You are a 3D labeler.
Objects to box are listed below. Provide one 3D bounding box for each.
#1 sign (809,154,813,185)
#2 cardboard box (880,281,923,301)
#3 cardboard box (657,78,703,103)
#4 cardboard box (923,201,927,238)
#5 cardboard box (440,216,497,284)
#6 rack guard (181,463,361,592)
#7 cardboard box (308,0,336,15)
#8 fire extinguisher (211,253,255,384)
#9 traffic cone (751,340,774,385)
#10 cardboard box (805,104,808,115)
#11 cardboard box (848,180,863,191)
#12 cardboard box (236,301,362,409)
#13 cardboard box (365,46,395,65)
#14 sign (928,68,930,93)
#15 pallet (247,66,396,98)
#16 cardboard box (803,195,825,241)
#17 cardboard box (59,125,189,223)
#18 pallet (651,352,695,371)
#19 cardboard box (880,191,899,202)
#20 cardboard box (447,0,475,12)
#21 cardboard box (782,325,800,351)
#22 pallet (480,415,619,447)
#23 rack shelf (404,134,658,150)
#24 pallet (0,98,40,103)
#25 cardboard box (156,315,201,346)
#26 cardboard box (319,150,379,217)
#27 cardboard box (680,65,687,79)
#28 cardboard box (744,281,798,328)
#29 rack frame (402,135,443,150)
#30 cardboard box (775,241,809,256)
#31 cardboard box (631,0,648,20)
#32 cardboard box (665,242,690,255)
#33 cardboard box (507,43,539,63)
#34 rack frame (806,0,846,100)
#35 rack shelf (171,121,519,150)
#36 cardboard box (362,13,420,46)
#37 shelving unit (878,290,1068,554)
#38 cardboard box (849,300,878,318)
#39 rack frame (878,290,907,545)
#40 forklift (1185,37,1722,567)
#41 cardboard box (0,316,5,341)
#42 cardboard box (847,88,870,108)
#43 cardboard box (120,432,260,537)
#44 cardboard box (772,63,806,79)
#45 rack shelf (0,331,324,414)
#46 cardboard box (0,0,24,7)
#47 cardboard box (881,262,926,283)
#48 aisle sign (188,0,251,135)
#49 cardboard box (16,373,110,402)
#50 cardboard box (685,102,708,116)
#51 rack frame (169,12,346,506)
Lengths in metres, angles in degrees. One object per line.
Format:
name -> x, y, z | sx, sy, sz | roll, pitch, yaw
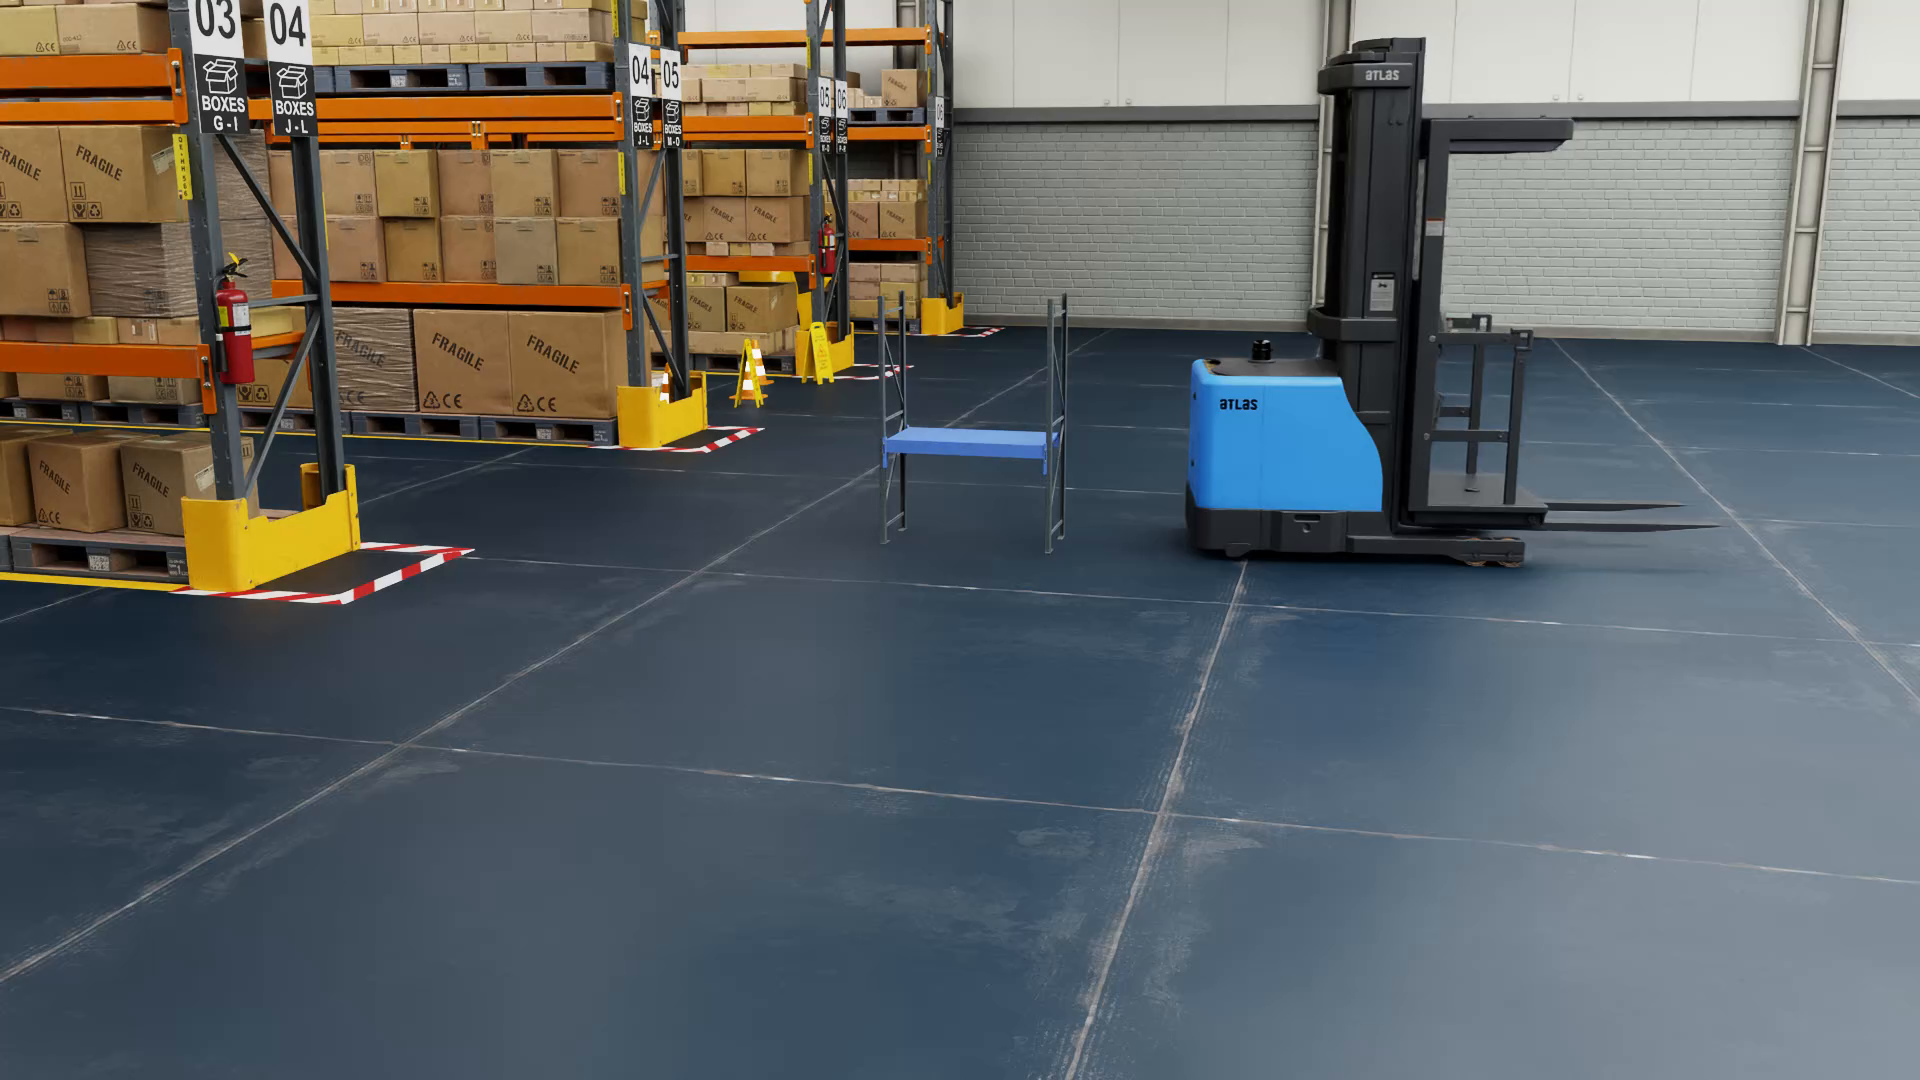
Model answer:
sign -> -1.607, -3.995, 17.911 | 0.005, 0.325, 0.100 | 3, 13, 14
cardboard box -> -0.817, -3.501, 23.314 | 0.500, 0.250, 0.500 | 3, 13, 13
cardboard box -> -3.009, -4.949, 18.351 | 0.500, 0.250, 0.500 | 3, 13, 15
cardboard box -> -0.684, -4.568, 23.666 | 0.500, 0.500, 0.500 | 3, 13, 15
cardboard box -> -3.967, -2.507, 14.262 | 0.550, 0.550, 0.875 | 3, 13, 14
rack guard -> -3.903, -0.091, 9.488 | 0.348, 0.500, 1.175 | 3, 13, 14
cardboard box -> -5.164, -4.394, 13.728 | 0.250, 0.149, 0.380 | 3, 13, 14
fire extinguisher -> -3.829, -1.166, 8.744 | 0.183, 0.674, 0.296 | 3, 13, 14
traffic cone -> -2.182, -1.903, 17.745 | 0.334, 0.463, 0.336 | 3, 13, 14
cardboard box -> -1.699, -4.818, 18.680 | 0.250, 0.149, 0.380 | 3, 13, 14
cardboard box -> -1.399, -4.963, 23.261 | 0.250, 0.149, 0.380 | 3, 13, 14
cardboard box -> -5.833, -1.673, 14.784 | 0.875, 0.875, 0.875 | 3, 13, 14
cardboard box -> -4.678, -3.979, 13.695 | 0.250, 0.149, 0.380 | 3, 13, 14
sign -> -0.413, -6.180, 22.375 | 0.005, 0.325, 0.100 | 3, 13, 14
pallet -> -5.635, -3.929, 14.296 | 1.213, 0.211, 1.003 | 3, 13, 14
cardboard box -> -1.848, -3.668, 18.923 | 0.500, 0.500, 0.500 | 3, 13, 13
cardboard box -> -4.423, -1.966, 8.942 | 0.500, 0.500, 0.500 | 3, 13, 14
pallet -> -3.490, -2.147, 19.423 | 1.213, 0.211, 1.003 | 3, 13, 14
cardboard box -> -0.928, -4.766, 23.064 | 0.250, 0.149, 0.380 | 3, 13, 14
cardboard box -> -3.936, -4.329, 13.432 | 0.250, 0.149, 0.380 | 3, 13, 14
cardboard box -> -2.172, -2.354, 19.295 | 0.500, 0.250, 0.500 | 3, 13, 13
pallet -> -3.338, -1.008, 14.292 | 1.213, 0.211, 1.003 | 3, 13, 14
rack shelf -> -6.095, -5.859, 24.454 | 4.000, 0.370, 1.077 | 3, 13, 14
pallet -> -8.586, -4.052, 15.085 | 1.213, 0.211, 1.003 | 4, 13, 16
cardboard box -> -4.156, -1.156, 9.098 | 0.250, 0.149, 0.380 | 3, 13, 14
cardboard box -> -5.023, -3.065, 14.285 | 0.550, 0.550, 0.875 | 3, 13, 14
cardboard box -> -3.065, -5.166, 18.405 | 0.250, 0.149, 0.380 | 3, 13, 12
cardboard box -> -2.195, -2.721, 19.219 | 0.500, 0.500, 0.500 | 3, 13, 12
rack frame -> -8.036, -4.850, 25.169 | 0.127, 3.000, 1.000 | 3, 13, 14
cardboard box -> -1.869, -3.243, 18.504 | 0.250, 0.149, 0.380 | 4, 13, 15
cardboard box -> -2.791, -4.414, 13.816 | 0.250, 0.149, 0.380 | 3, 13, 14
cardboard box -> -3.128, -3.294, 18.737 | 0.250, 0.149, 0.380 | 3, 13, 13
cardboard box -> -3.441, -3.913, 13.399 | 0.250, 0.149, 0.380 | 3, 13, 14
rack frame -> -1.455, -6.320, 17.942 | 0.127, 3.000, 1.000 | 3, 13, 14
rack shelf -> -7.280, -4.815, 19.749 | 4.000, 0.370, 1.077 | 3, 13, 14
cardboard box -> -4.547, -4.180, 13.684 | 0.500, 0.250, 0.500 | 3, 13, 14
shelving unit -> 0.083, -0.728, 10.051 | 1.048, 1.500, 0.538 | 3, 13, 14
cardboard box -> -1.282, -3.283, 23.486 | 0.500, 0.250, 0.500 | 3, 13, 14
rack frame -> -0.411, -0.754, 10.170 | 0.032, 1.500, 0.500 | 3, 13, 14
forklift -> 2.909, -1.395, 9.753 | 3.031, 2.935, 1.130 | 1, 13, 4
cardboard box -> -5.373, -1.217, 9.374 | 0.250, 0.149, 0.380 | 3, 13, 14
cardboard box -> -1.393, -6.080, 22.896 | 0.258, 0.266, 0.396 | 3, 13, 14
cardboard box -> -4.432, -0.328, 9.586 | 0.500, 0.500, 0.500 | 6, 14, 24
cardboard box -> -1.854, -5.077, 18.007 | 0.250, 0.149, 0.380 | 3, 13, 14
rack shelf -> -5.771, -1.060, 9.745 | 4.000, 0.370, 1.077 | 3, 13, 14
cardboard box -> -4.940, -2.879, 8.785 | 0.250, 0.149, 0.380 | 3, 13, 14
cardboard box -> -0.791, -3.744, 23.254 | 0.500, 0.250, 0.500 | 4, 13, 15
aisle sign -> -3.841, -2.510, 8.619 | 0.004, 0.787, 0.394 | 3, 13, 14
cardboard box -> -7.986, -1.723, 15.300 | 0.750, 0.750, 1.050 | 3, 13, 14
cardboard box -> -2.851, -4.749, 18.370 | 0.250, 0.149, 0.380 | 3, 13, 13
rack frame -> -3.829, -1.307, 9.199 | 0.127, 3.000, 1.000 | 3, 13, 14
